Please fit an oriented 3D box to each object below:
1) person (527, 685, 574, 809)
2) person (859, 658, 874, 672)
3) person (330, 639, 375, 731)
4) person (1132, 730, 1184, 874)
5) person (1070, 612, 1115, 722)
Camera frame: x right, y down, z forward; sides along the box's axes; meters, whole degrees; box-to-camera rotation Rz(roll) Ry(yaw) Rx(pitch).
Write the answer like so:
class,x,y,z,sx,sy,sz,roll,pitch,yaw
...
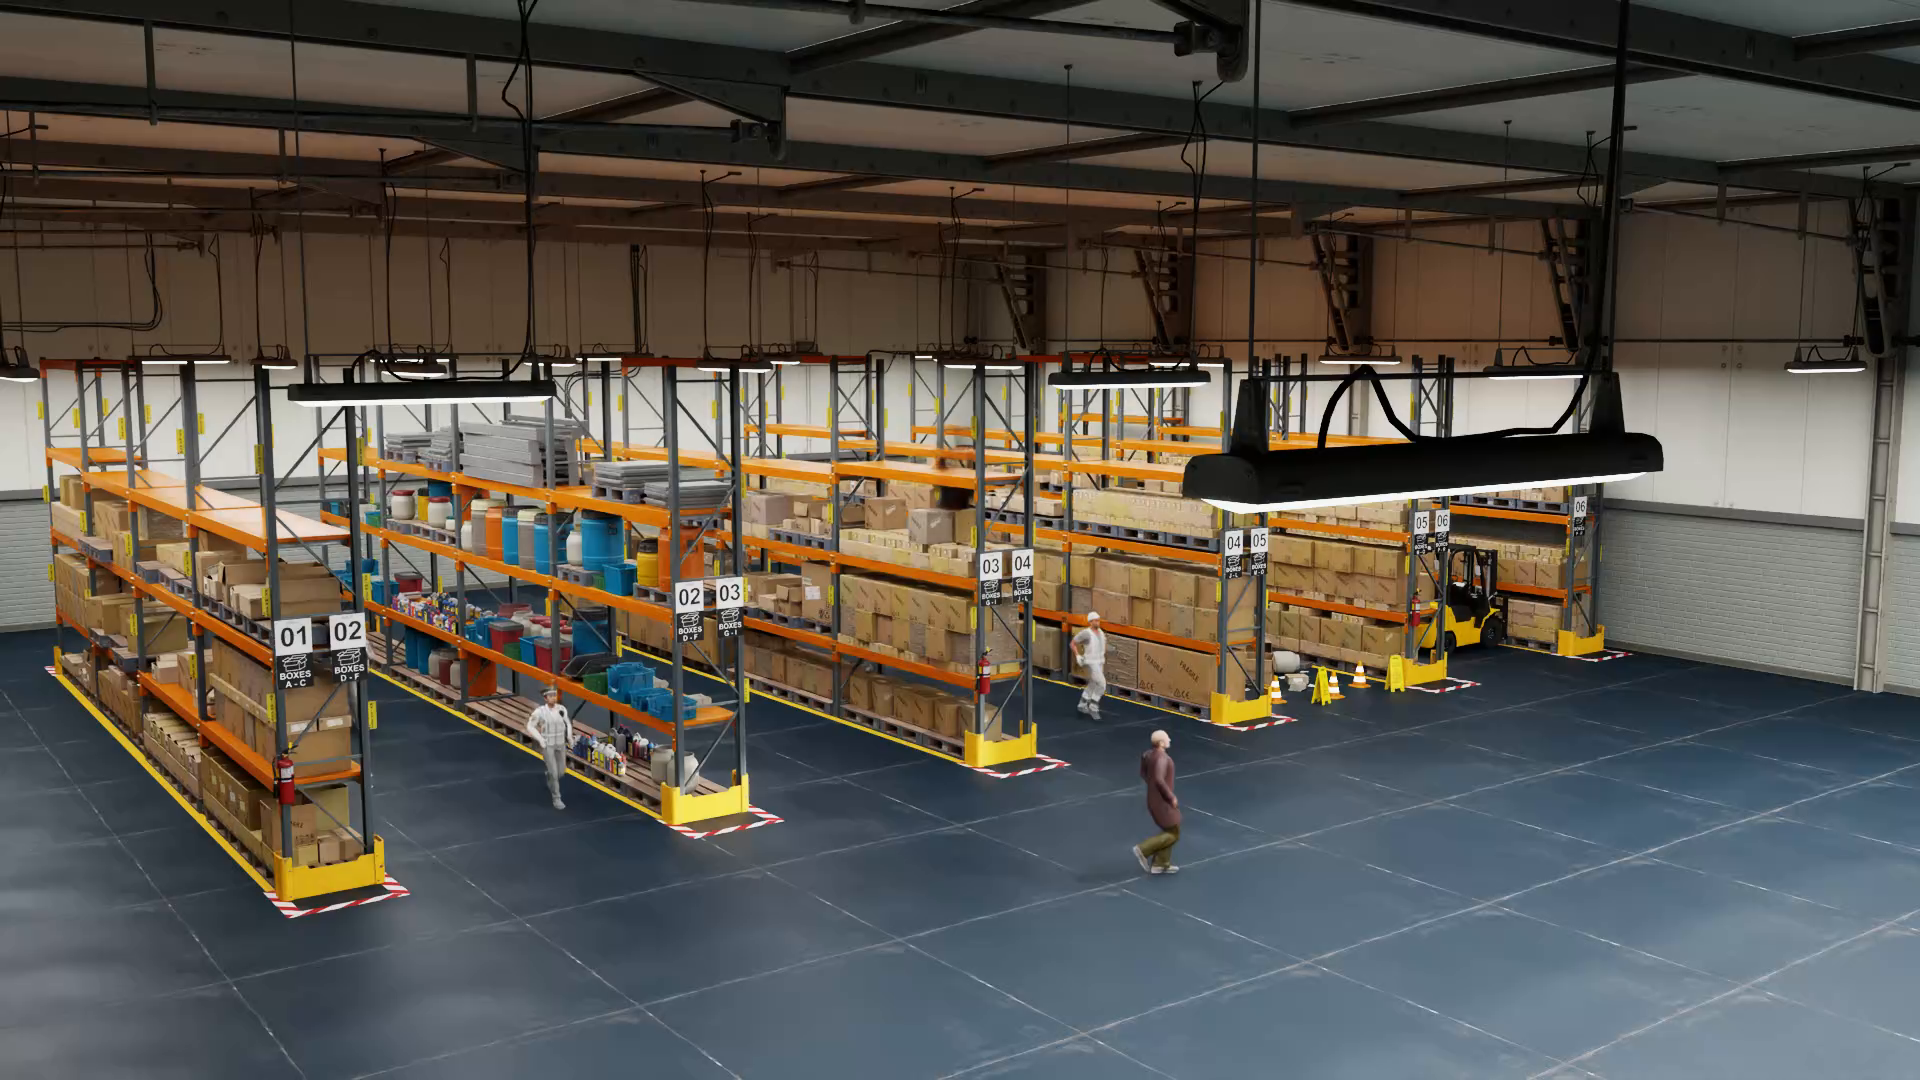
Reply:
class,x,y,z,sx,sy,sz,roll,pitch,yaw
person,-5.597,2.797,22.739,0.618,1.673,0.677,-5,8,-34
person,-1.713,1.702,31.659,0.561,1.681,0.599,-6,9,-43
person,-9.866,2.174,27.127,0.968,1.760,0.653,6,9,41
person,2.340,3.114,19.702,0.594,1.743,0.703,-1,7,-11
person,2.248,2.113,27.805,0.748,1.828,0.644,5,9,38
